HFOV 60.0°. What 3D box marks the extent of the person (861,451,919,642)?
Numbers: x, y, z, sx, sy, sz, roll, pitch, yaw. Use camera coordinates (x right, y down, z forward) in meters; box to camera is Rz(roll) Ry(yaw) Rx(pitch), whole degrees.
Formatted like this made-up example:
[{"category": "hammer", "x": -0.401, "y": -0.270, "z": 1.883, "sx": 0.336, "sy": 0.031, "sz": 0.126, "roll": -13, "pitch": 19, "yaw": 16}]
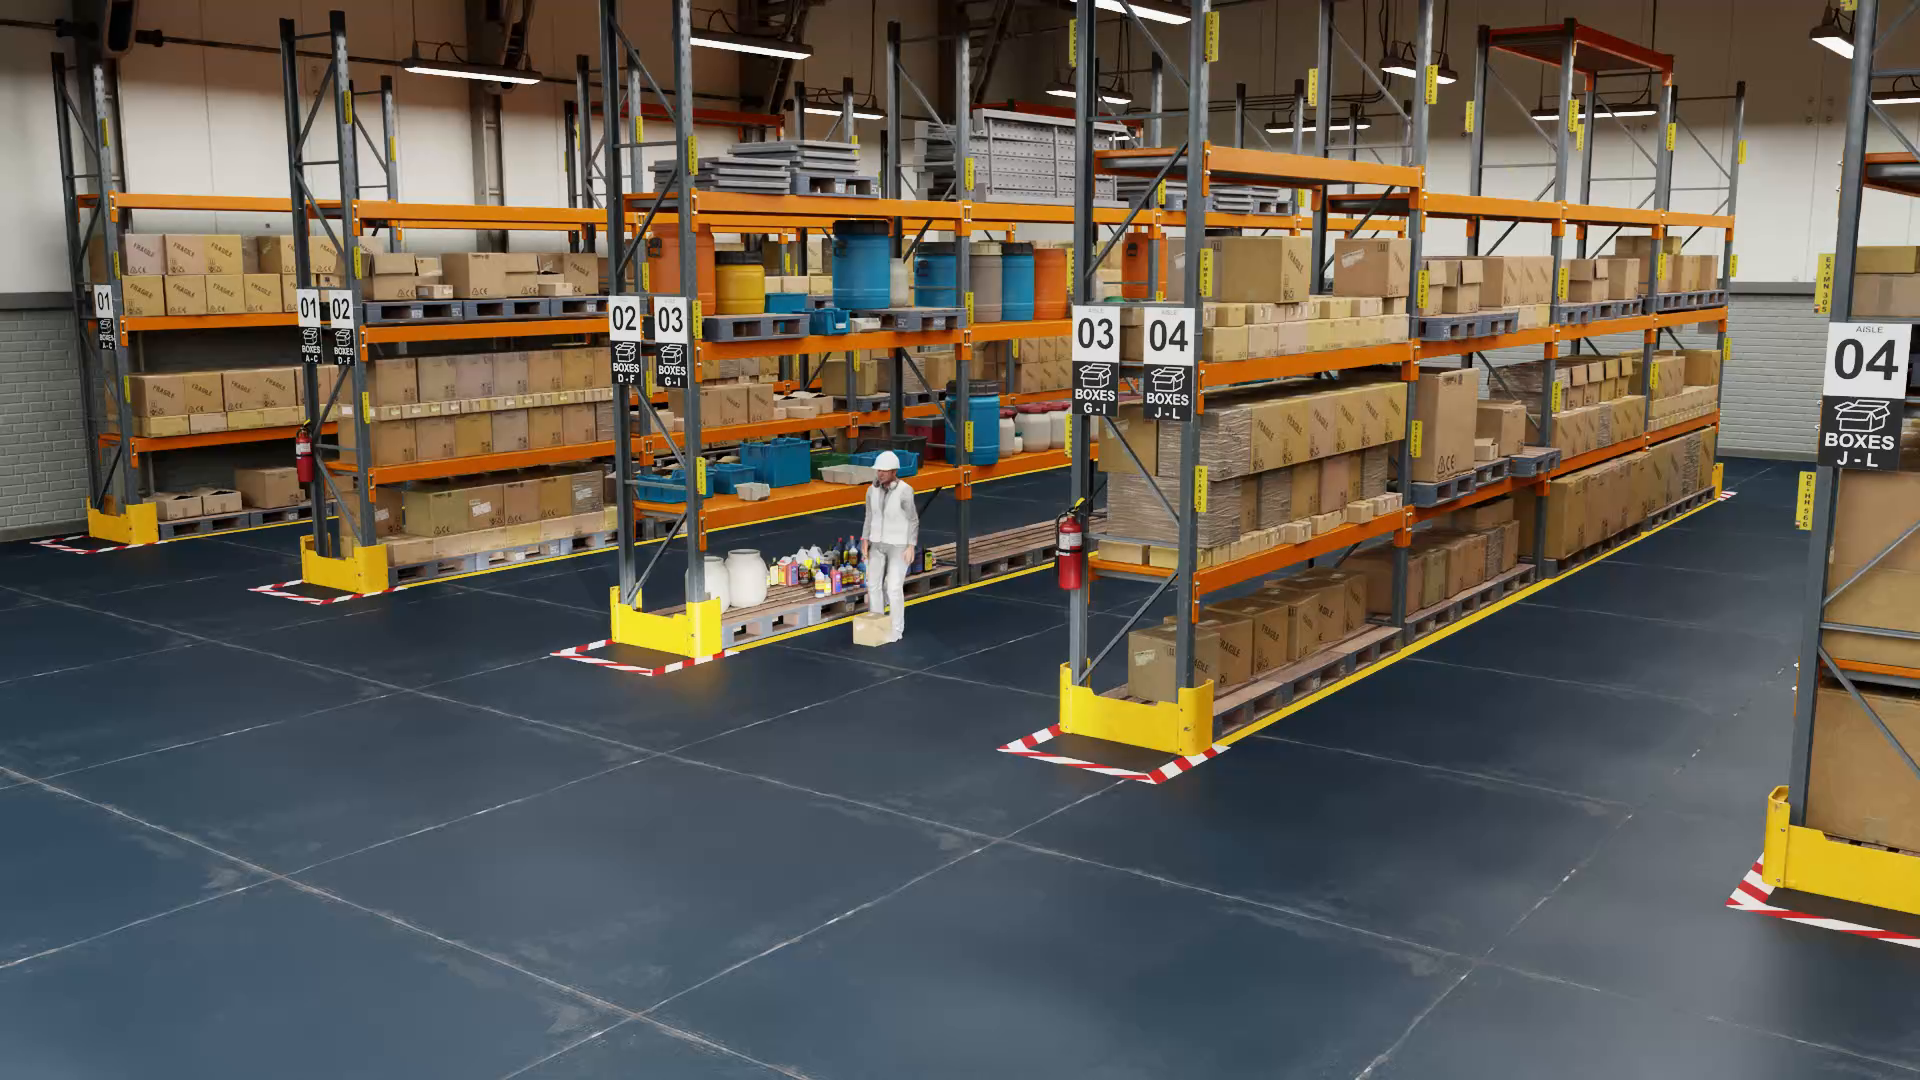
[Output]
[{"category": "person", "x": -0.664, "y": 0.047, "z": 15.538, "sx": 0.594, "sy": 1.772, "sz": 0.472, "roll": 6, "pitch": 12, "yaw": 32}]
